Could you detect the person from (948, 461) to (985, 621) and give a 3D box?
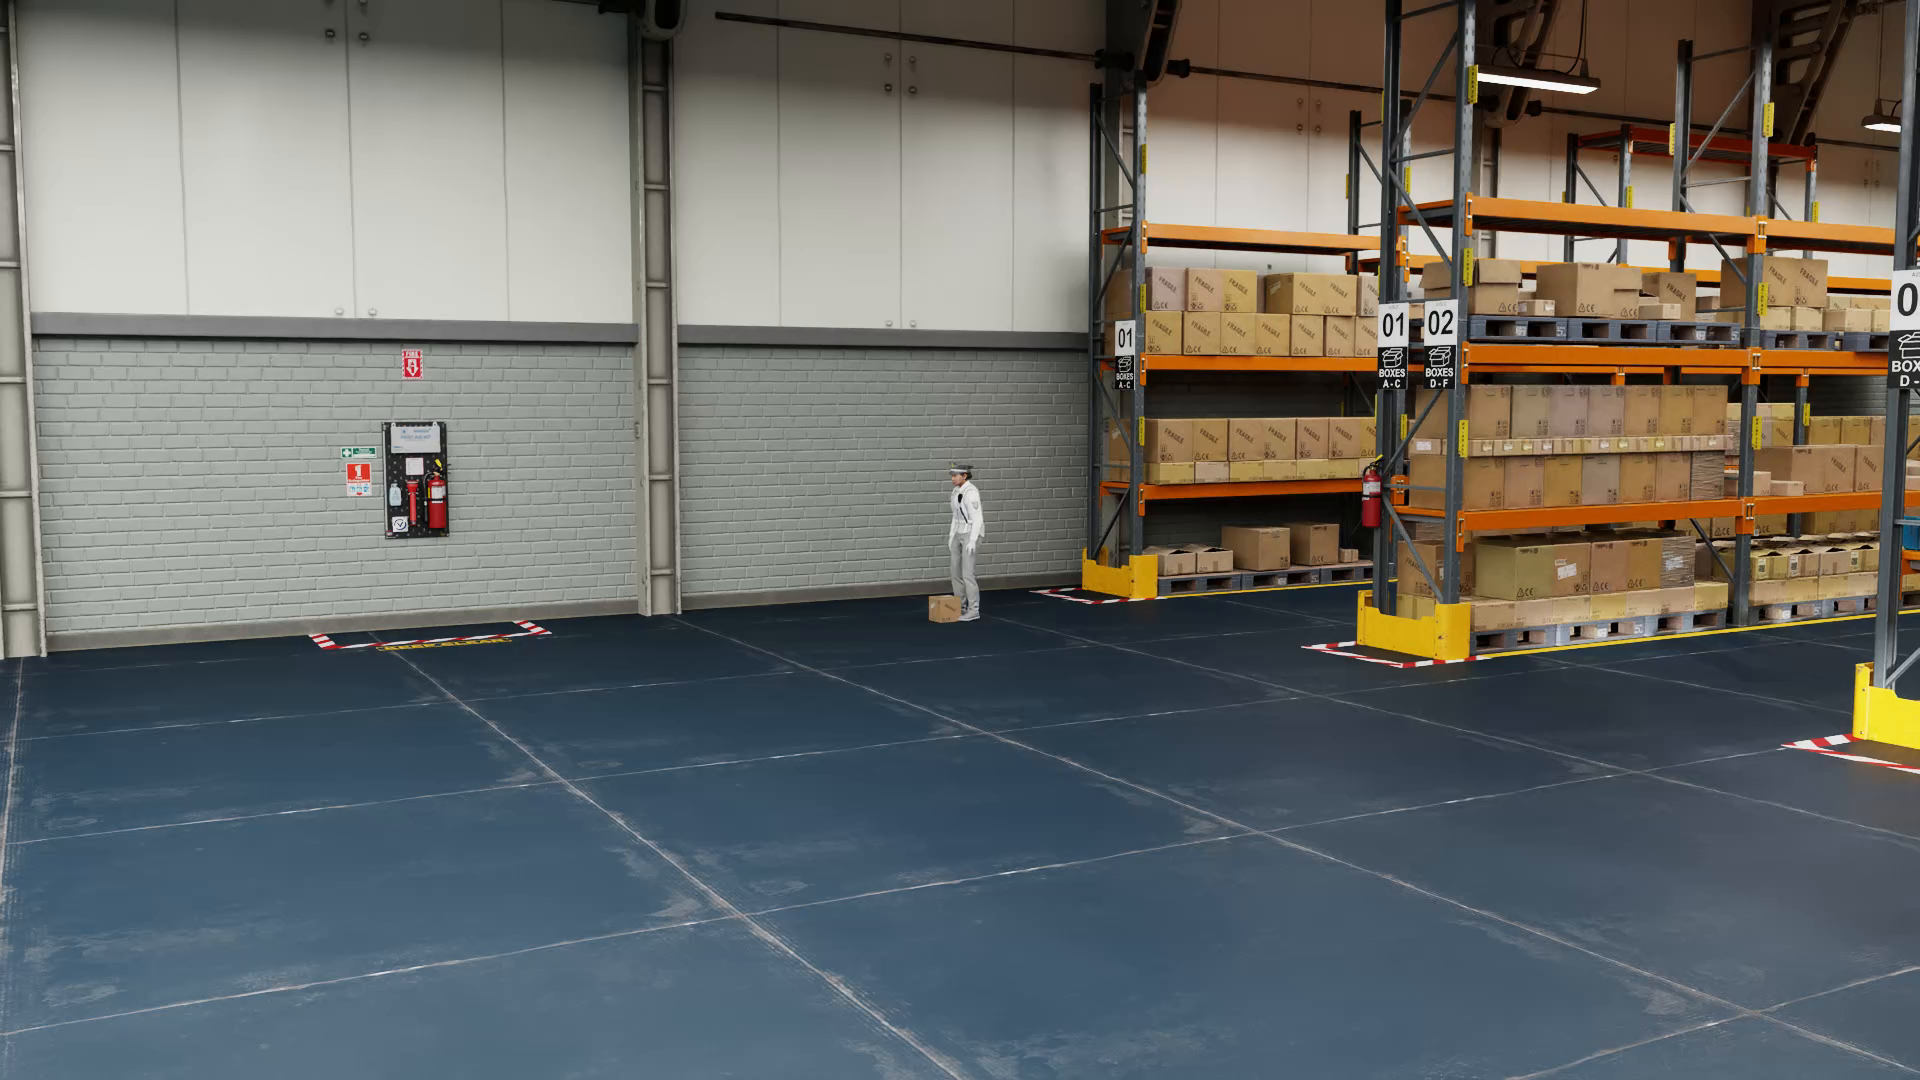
[{"bbox_3d":[0.049,0.005,17.432,0.374,1.661,0.529,-3,6,-28],"label":"person"}]
